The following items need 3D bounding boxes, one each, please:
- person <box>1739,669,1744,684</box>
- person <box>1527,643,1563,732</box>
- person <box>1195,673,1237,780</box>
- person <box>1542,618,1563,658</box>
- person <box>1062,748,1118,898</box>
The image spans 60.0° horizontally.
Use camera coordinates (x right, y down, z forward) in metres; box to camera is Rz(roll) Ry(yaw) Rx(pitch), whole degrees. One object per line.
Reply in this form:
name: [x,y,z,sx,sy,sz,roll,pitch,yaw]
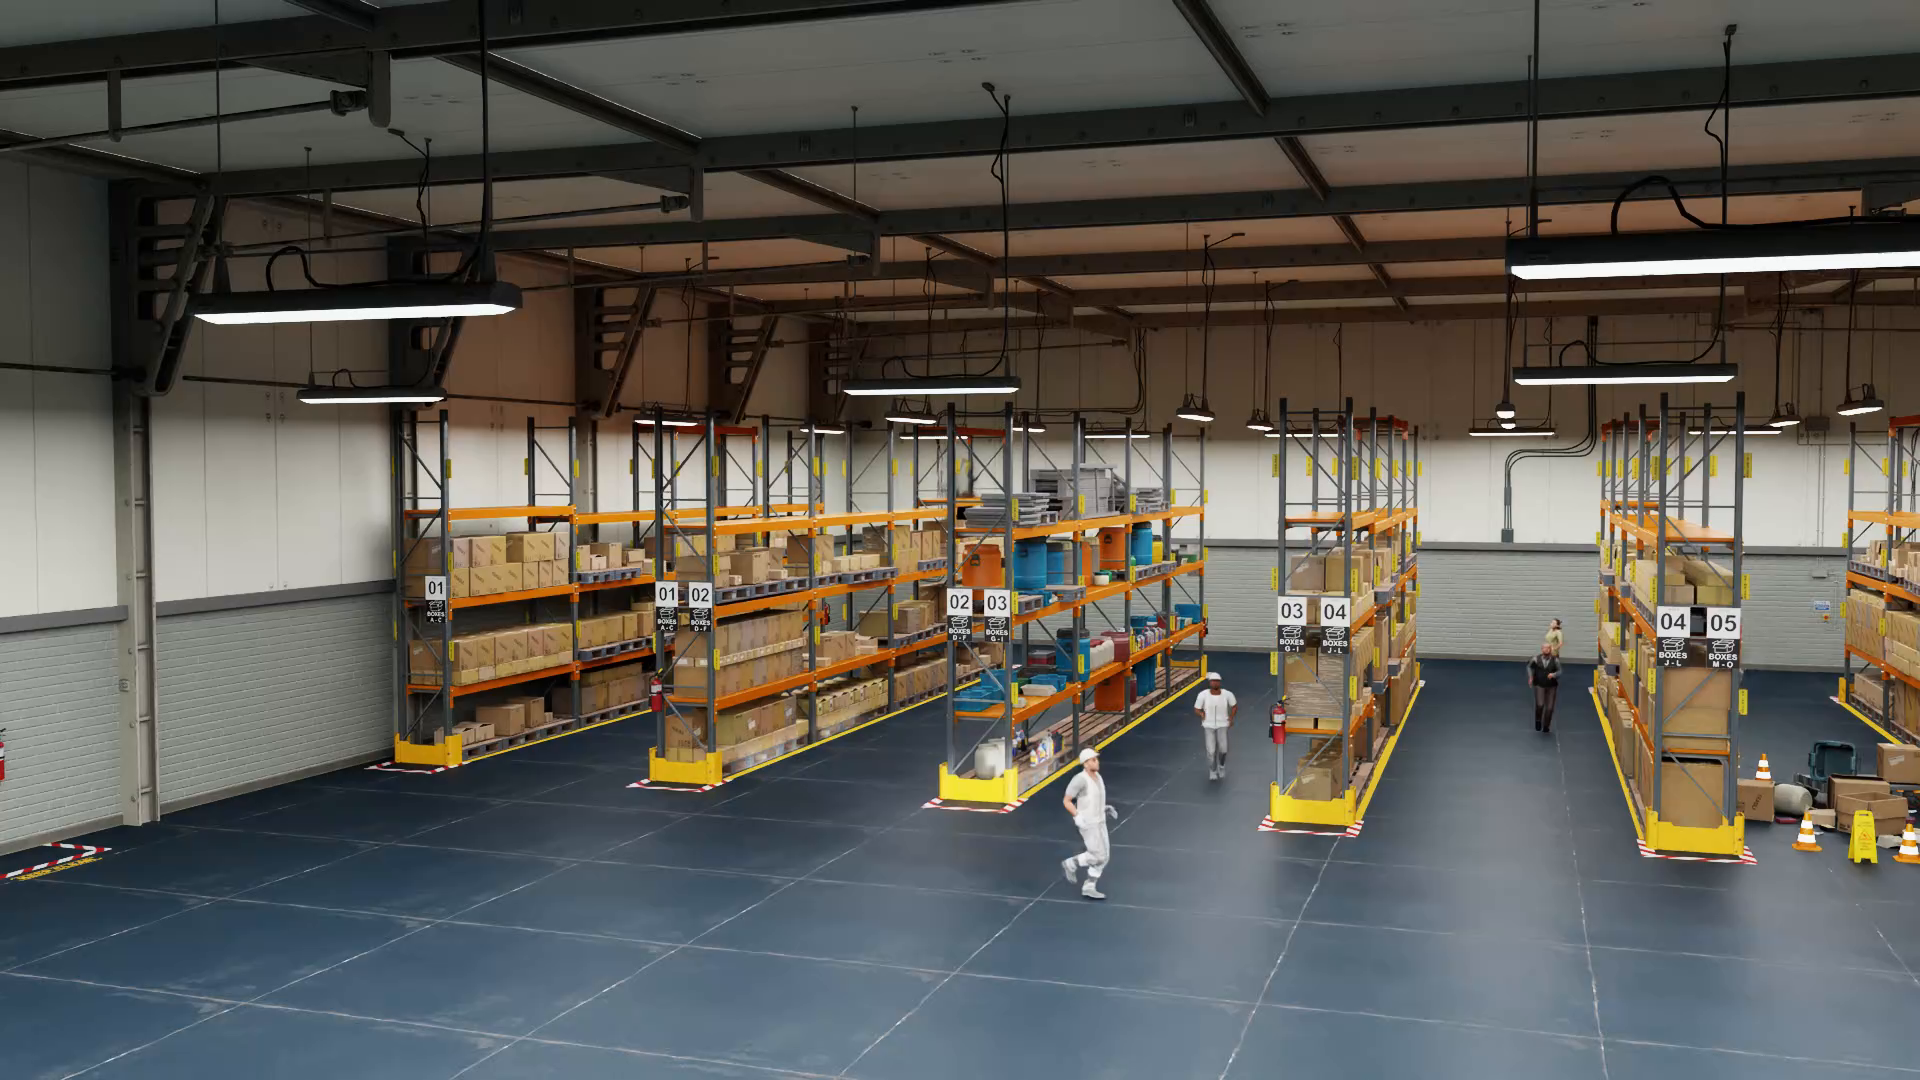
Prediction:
person: [17.257,2.581,37.384,0.691,1.683,0.704,1,3,19]
person: [11.062,2.793,31.447,0.634,1.692,0.663,1,3,15]
person: [4.091,2.984,26.560,0.686,1.721,0.597,0,2,7]
person: [13.422,2.574,37.838,0.549,1.599,0.604,-1,3,-24]
person: [1.510,3.300,19.420,0.594,1.738,0.658,2,3,38]
